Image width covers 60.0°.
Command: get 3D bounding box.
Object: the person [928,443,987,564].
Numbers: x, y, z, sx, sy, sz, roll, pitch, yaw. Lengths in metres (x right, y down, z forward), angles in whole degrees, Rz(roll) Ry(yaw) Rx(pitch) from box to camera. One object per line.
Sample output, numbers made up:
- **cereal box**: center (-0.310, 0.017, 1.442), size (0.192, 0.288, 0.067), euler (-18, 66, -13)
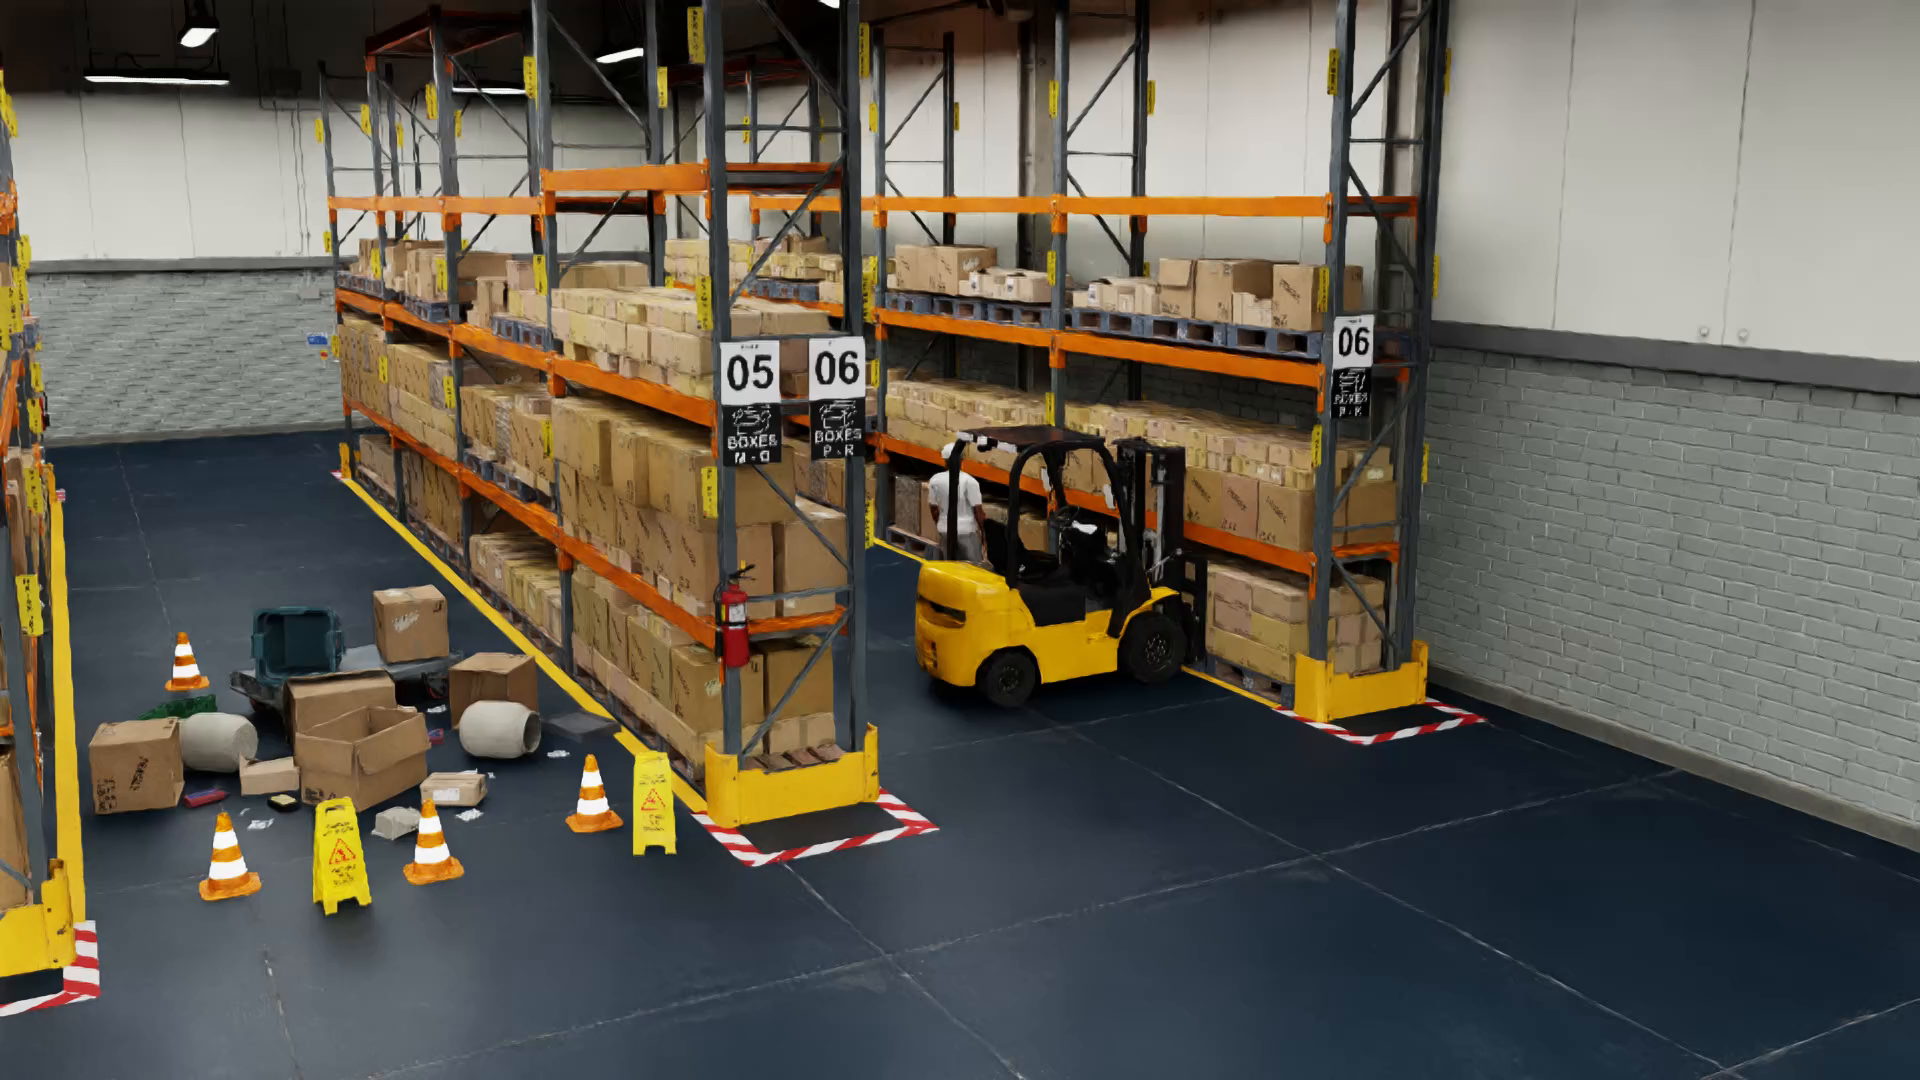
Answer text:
- **person**: center (0.046, -0.072, 16.217), size (0.666, 1.773, 0.476), euler (9, 15, 37)
